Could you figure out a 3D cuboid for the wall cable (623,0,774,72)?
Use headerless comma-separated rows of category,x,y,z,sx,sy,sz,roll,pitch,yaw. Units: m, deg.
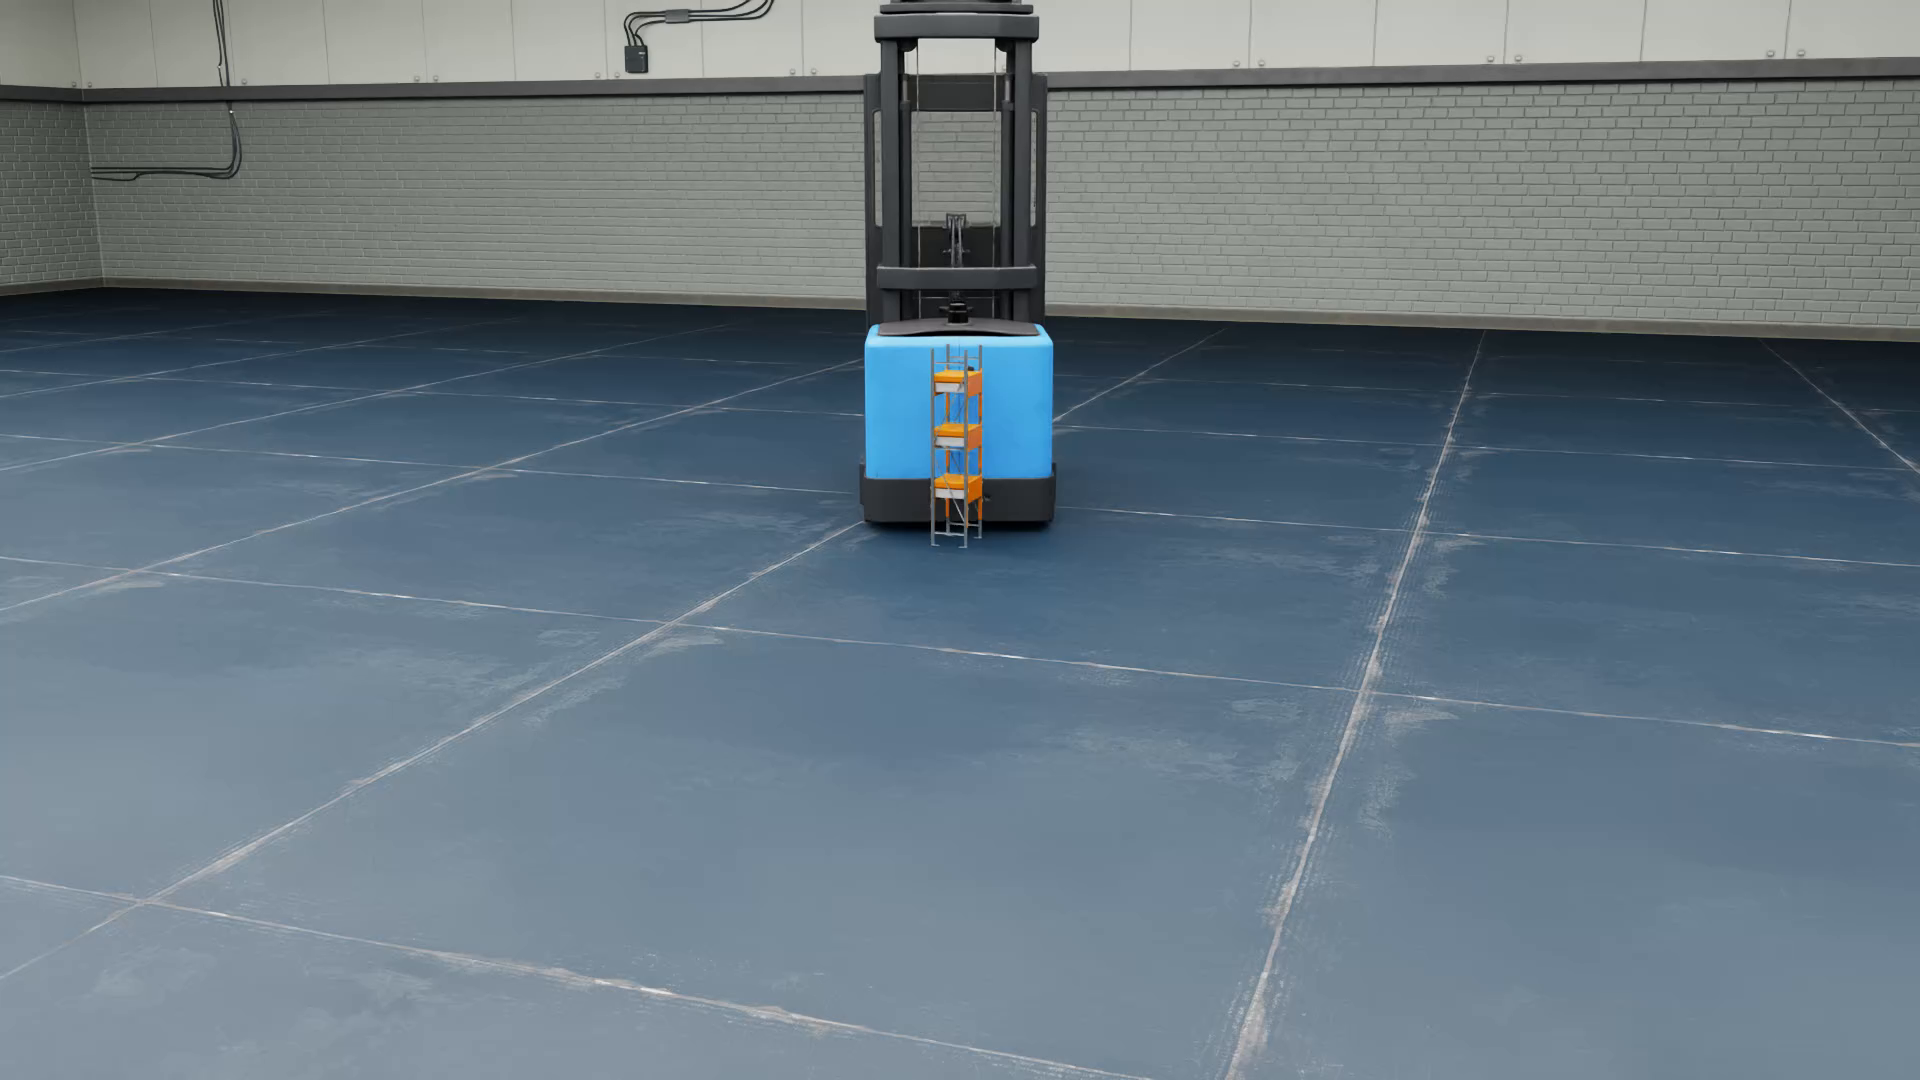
wall cable,-3.553,-9.360,22.131,2.305,6.003,0.169,4,14,18

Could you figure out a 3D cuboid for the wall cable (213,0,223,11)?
wall cable,-9.971,-9.142,24.448,3.097,2.526,0.112,4,14,18

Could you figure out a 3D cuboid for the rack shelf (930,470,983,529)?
rack shelf,-0.017,-0.219,8.886,0.215,0.259,0.240,4,14,18

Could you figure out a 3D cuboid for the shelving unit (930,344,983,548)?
shelving unit,-0.017,-0.501,8.822,0.215,1.050,0.252,4,14,18

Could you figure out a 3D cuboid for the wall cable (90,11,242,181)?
wall cable,-12.531,-6.875,25.864,3.097,2.526,0.112,4,14,18

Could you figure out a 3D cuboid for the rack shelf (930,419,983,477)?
rack shelf,-0.017,-0.490,8.824,0.215,0.259,0.240,4,14,18

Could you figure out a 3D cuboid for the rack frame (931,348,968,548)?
rack frame,-0.057,-0.475,8.709,0.200,1.050,0.008,4,14,18

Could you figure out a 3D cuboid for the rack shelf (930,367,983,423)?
rack shelf,-0.017,-0.767,8.761,0.215,0.259,0.240,4,14,18

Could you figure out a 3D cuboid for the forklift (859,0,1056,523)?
forklift,-0.033,-1.795,10.267,1.130,2.935,3.031,0,13,-1

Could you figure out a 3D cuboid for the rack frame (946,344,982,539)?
rack frame,0.022,-0.526,8.934,0.200,1.050,0.008,4,14,18
